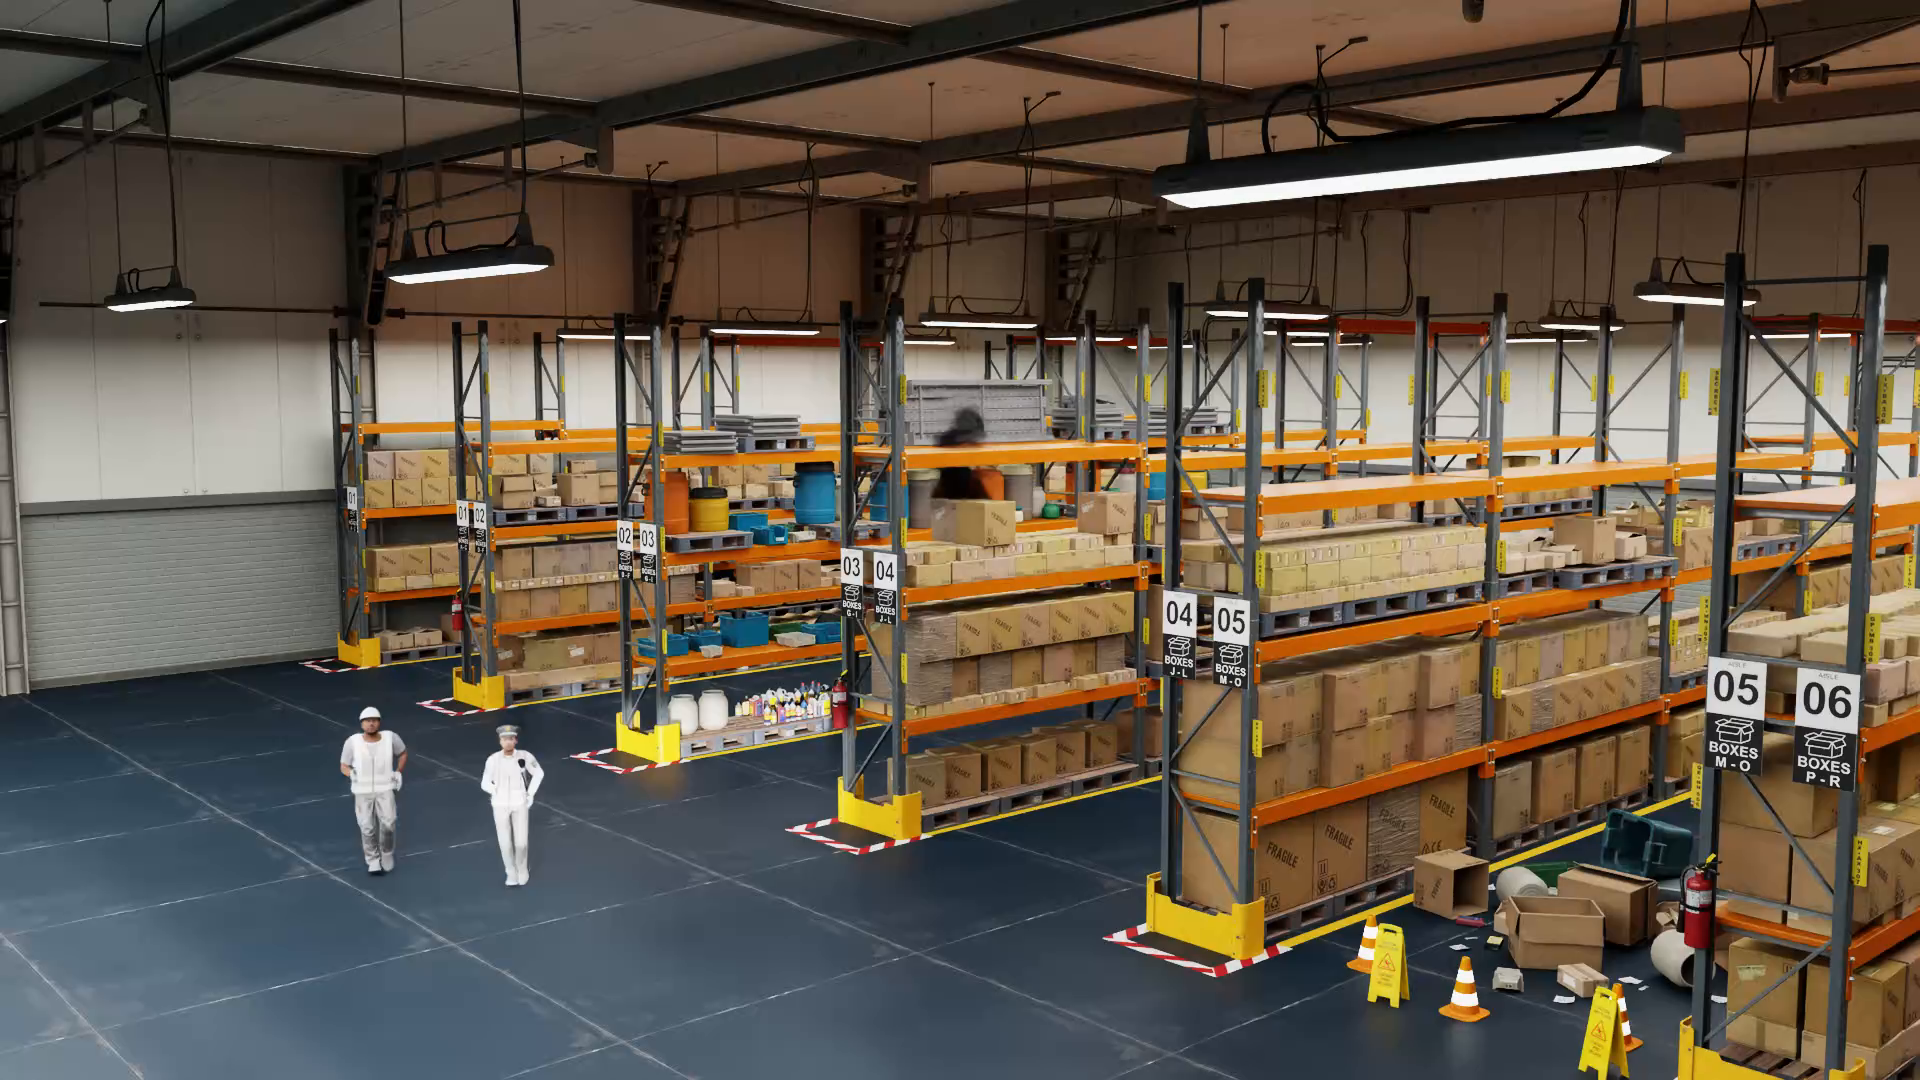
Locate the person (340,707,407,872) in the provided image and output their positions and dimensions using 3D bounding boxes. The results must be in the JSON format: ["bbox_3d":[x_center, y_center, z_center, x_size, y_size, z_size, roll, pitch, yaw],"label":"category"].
[{"bbox_3d":[-6.021,2.594,17.116,0.656,1.743,0.629,-2,6,-19],"label":"person"}]

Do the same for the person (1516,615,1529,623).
[{"bbox_3d":[8.390,1.915,24.876,0.519,1.582,0.615,6,8,45],"label":"person"}]

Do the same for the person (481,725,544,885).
[{"bbox_3d":[-4.499,2.683,16.696,0.599,1.655,0.570,-1,6,-10],"label":"person"}]
